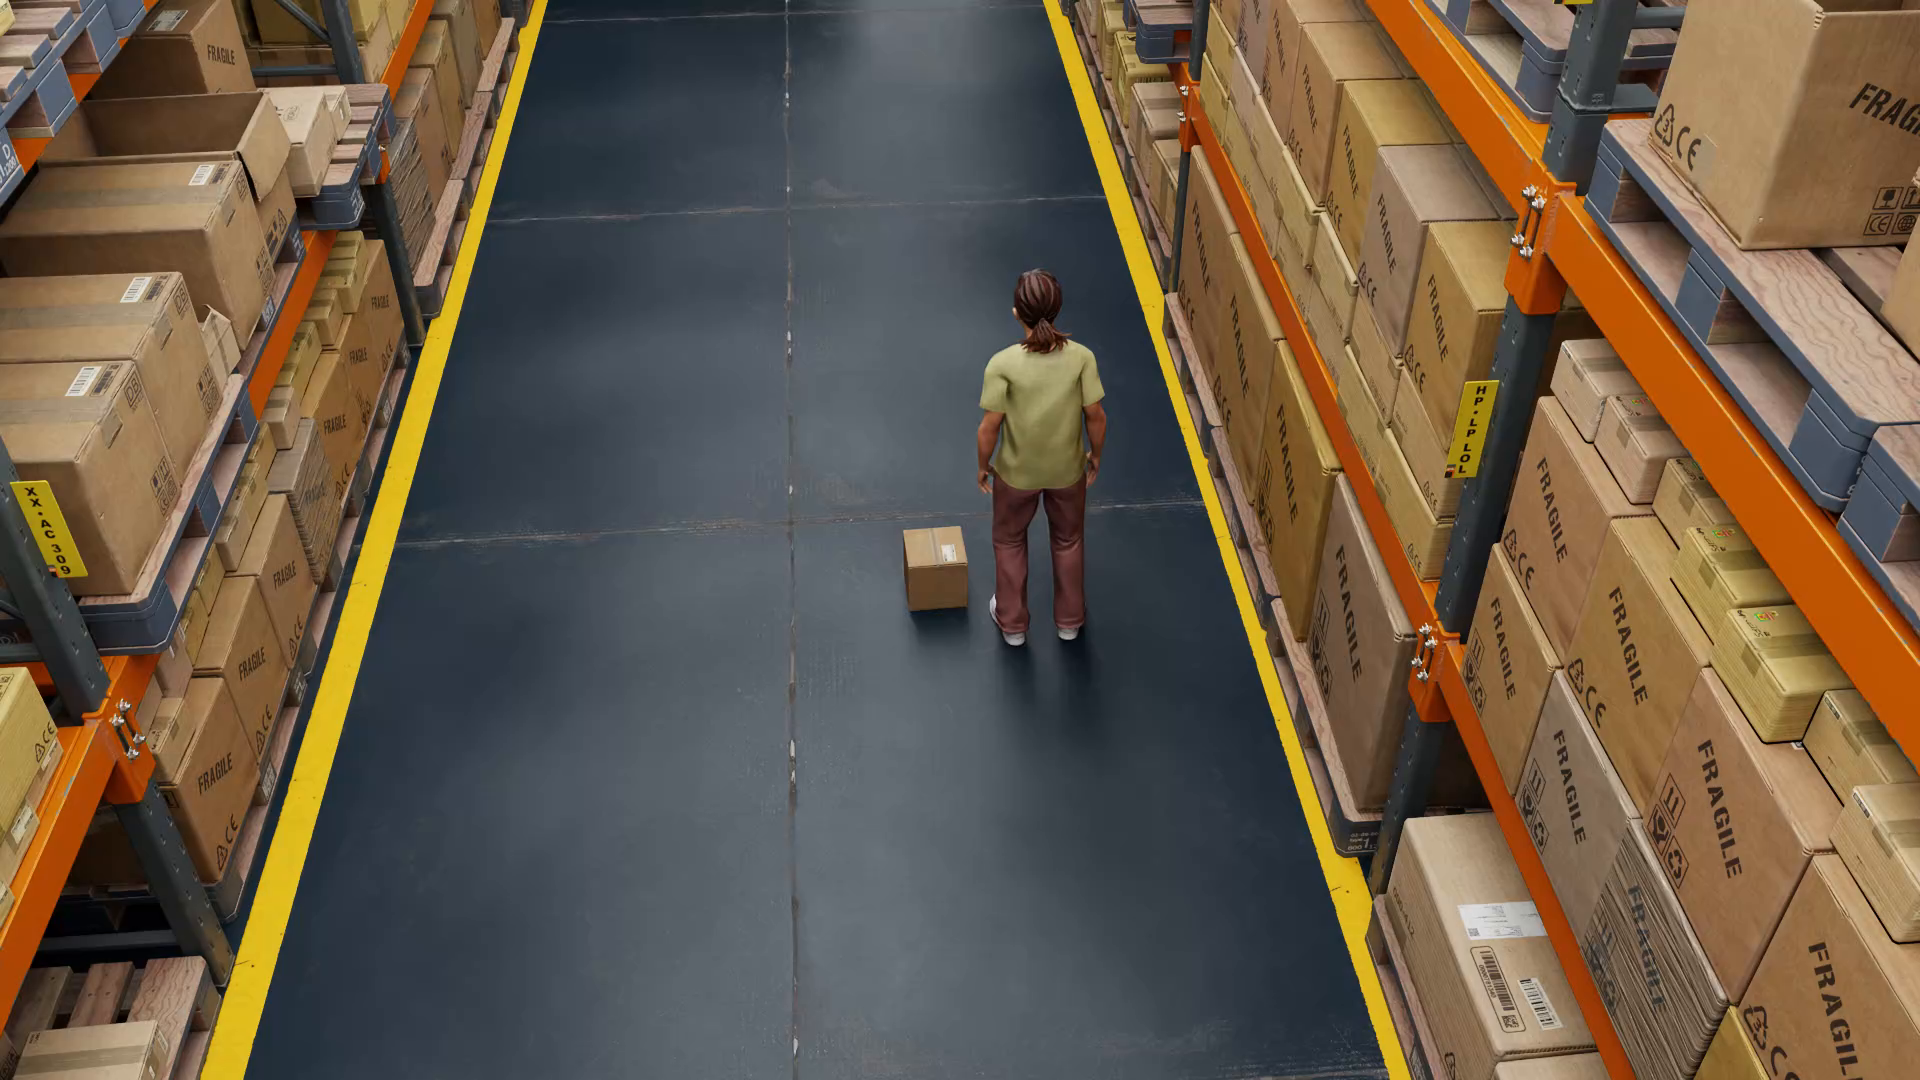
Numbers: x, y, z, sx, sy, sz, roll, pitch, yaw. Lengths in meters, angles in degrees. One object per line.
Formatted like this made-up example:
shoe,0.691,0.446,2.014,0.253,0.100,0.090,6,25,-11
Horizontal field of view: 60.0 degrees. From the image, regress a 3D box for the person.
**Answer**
person,0.306,-0.287,6.506,0.498,1.673,0.354,-5,39,-6
